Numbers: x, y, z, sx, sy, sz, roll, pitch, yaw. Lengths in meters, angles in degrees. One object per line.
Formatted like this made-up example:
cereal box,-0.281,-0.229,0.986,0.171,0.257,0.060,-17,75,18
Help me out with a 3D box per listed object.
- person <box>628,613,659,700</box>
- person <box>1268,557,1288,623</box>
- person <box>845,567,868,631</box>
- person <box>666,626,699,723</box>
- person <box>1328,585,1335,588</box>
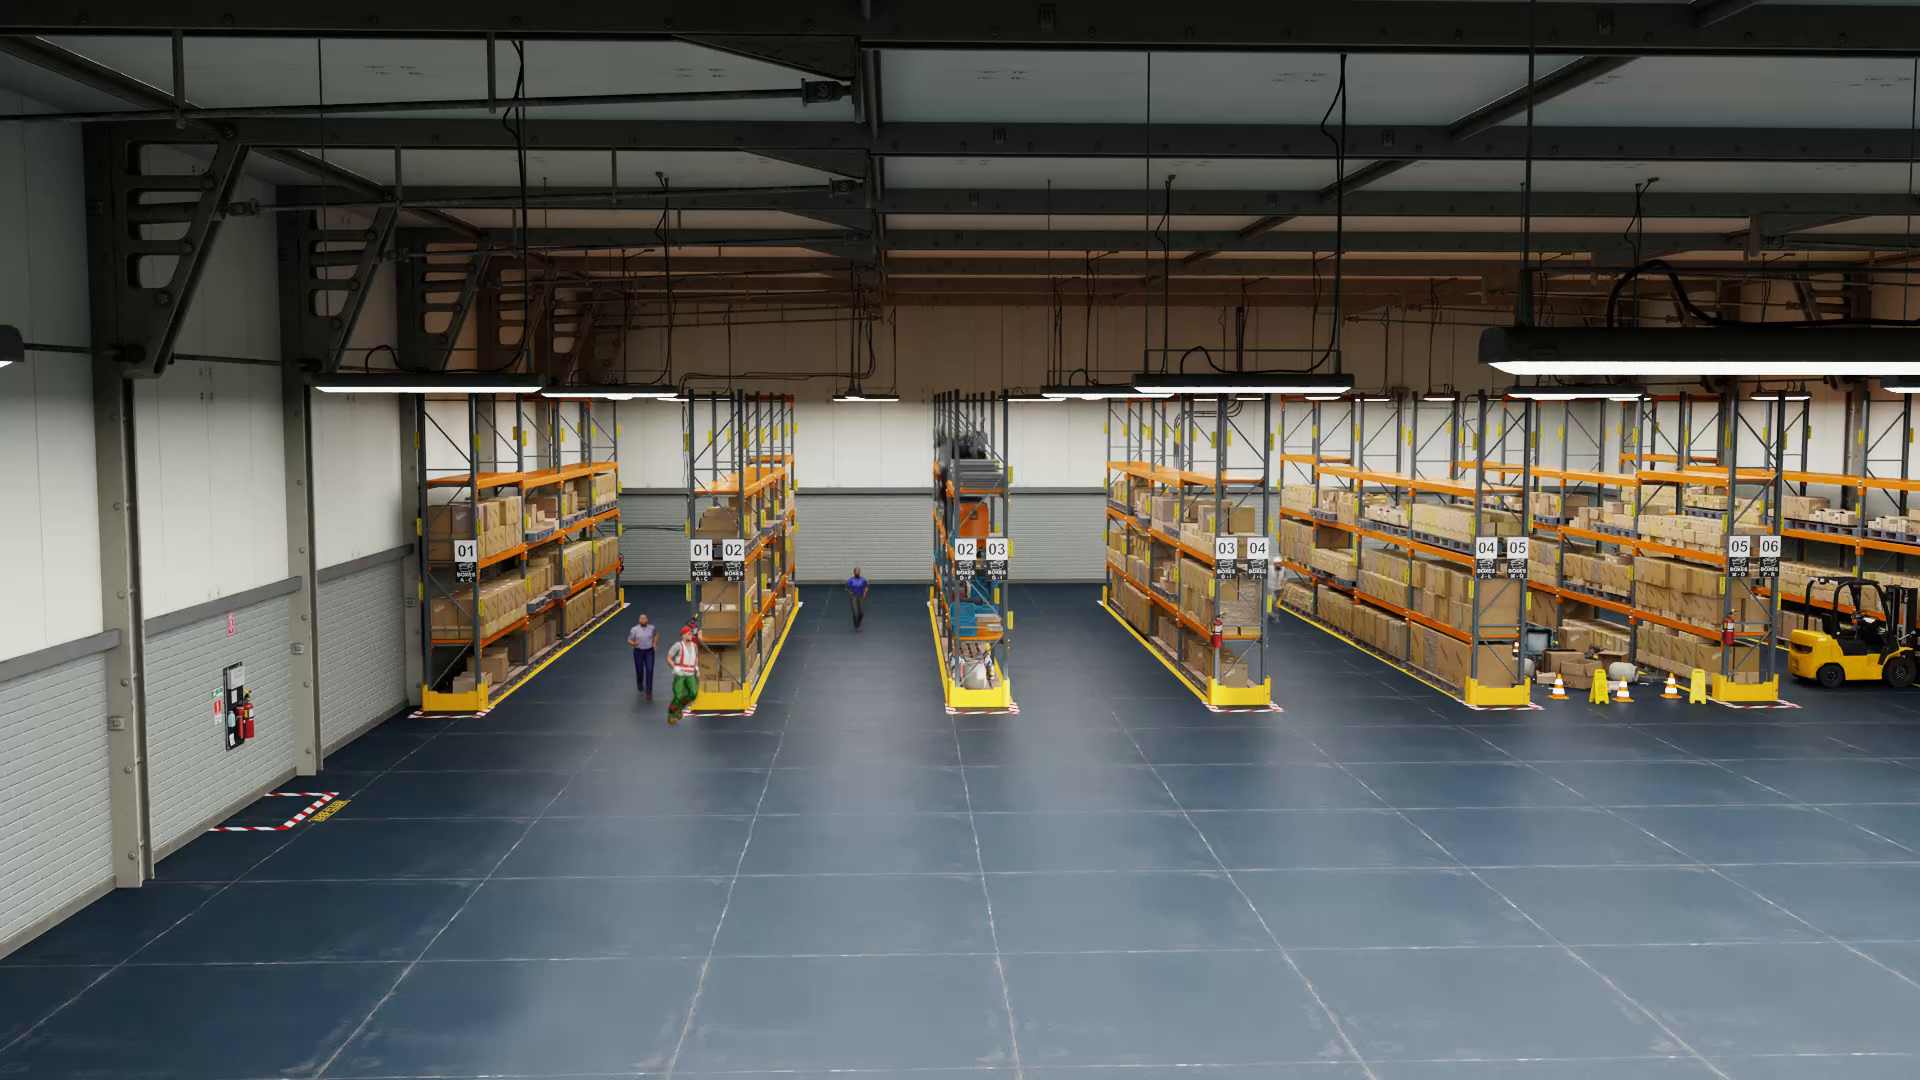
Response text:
person,-6.168,2.244,32.450,0.606,1.648,0.924,-1,5,-15
person,8.315,1.297,44.010,0.677,1.781,0.965,0,5,-3
person,-2.594,1.497,41.990,0.598,1.611,0.560,-1,5,-13
person,-4.923,2.419,29.922,0.718,1.720,0.525,-4,6,-42
person,10.807,0.916,48.438,0.649,1.714,0.821,-3,5,-29
